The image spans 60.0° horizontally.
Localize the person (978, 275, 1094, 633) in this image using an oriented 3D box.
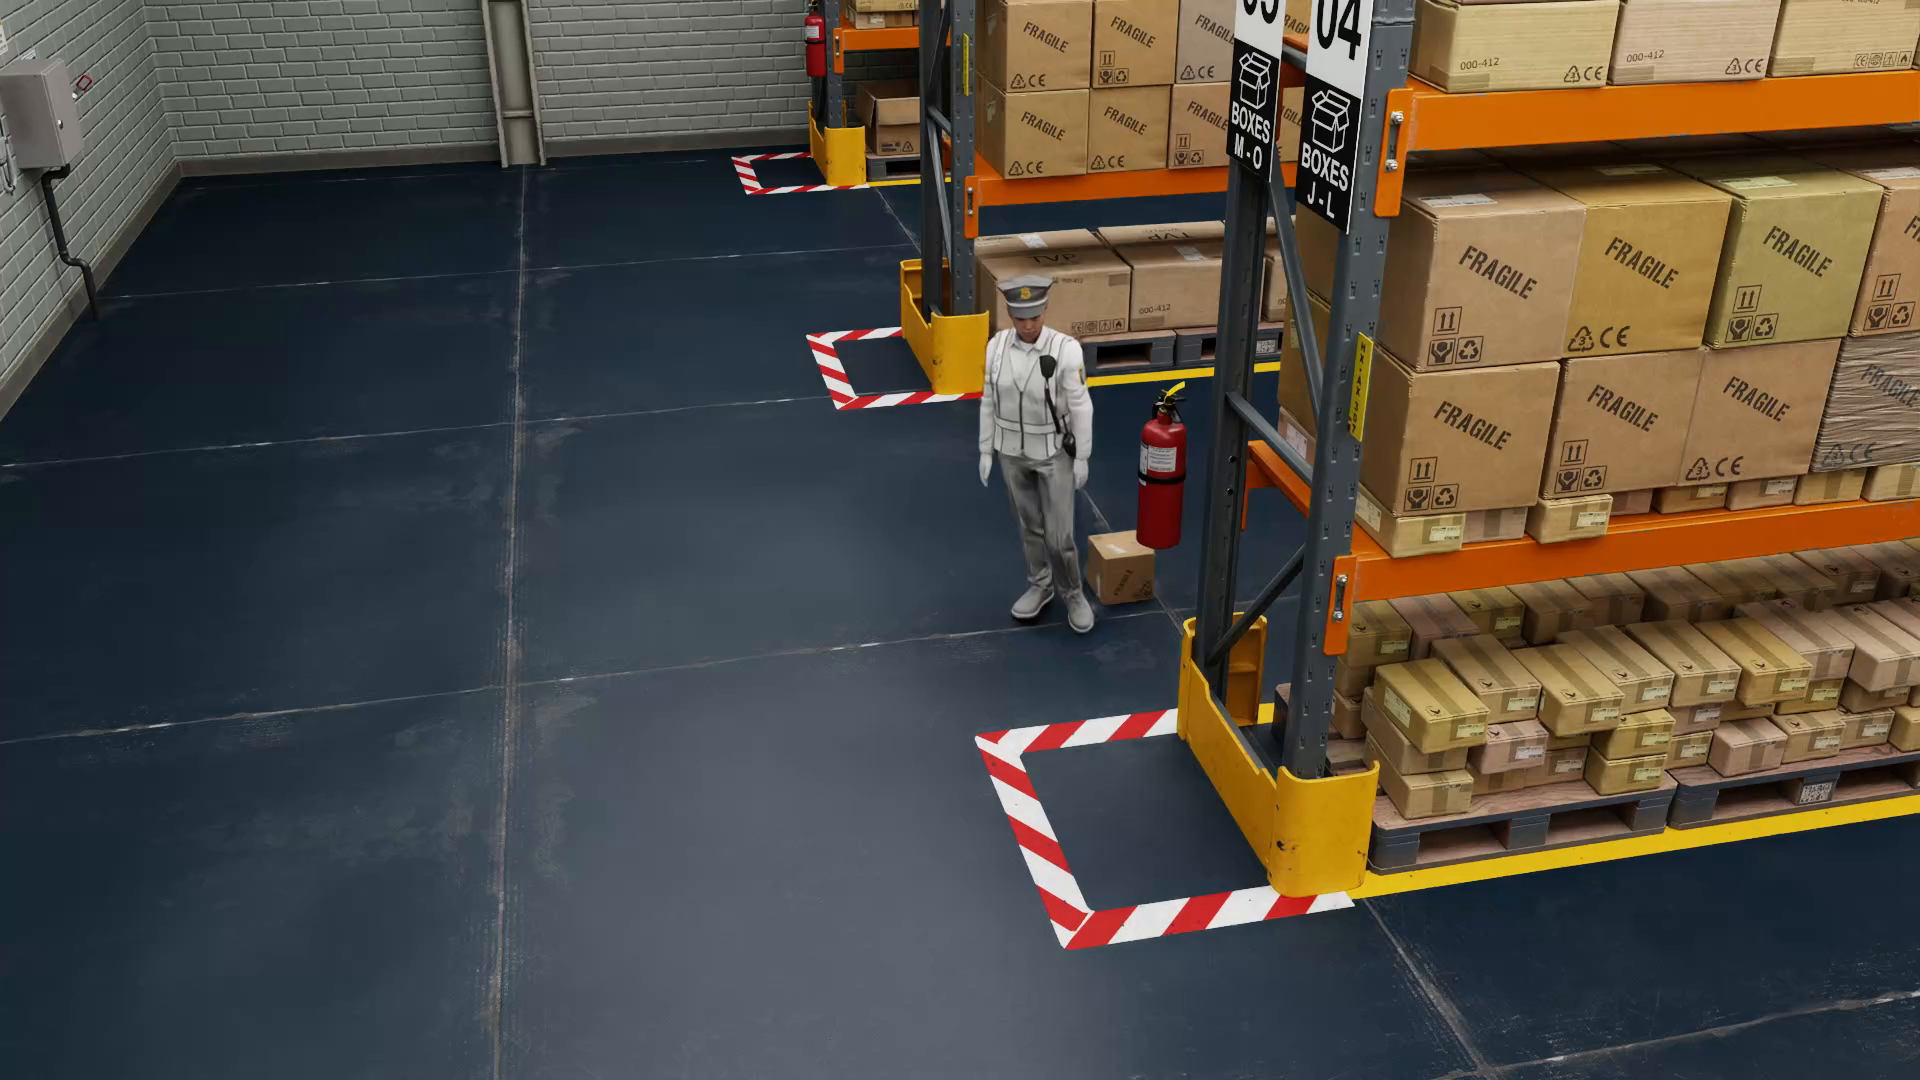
[{"bbox_3d":[0.356,-0.378,7.325,0.549,1.657,0.418,12,29,22],"label":"person"}]
